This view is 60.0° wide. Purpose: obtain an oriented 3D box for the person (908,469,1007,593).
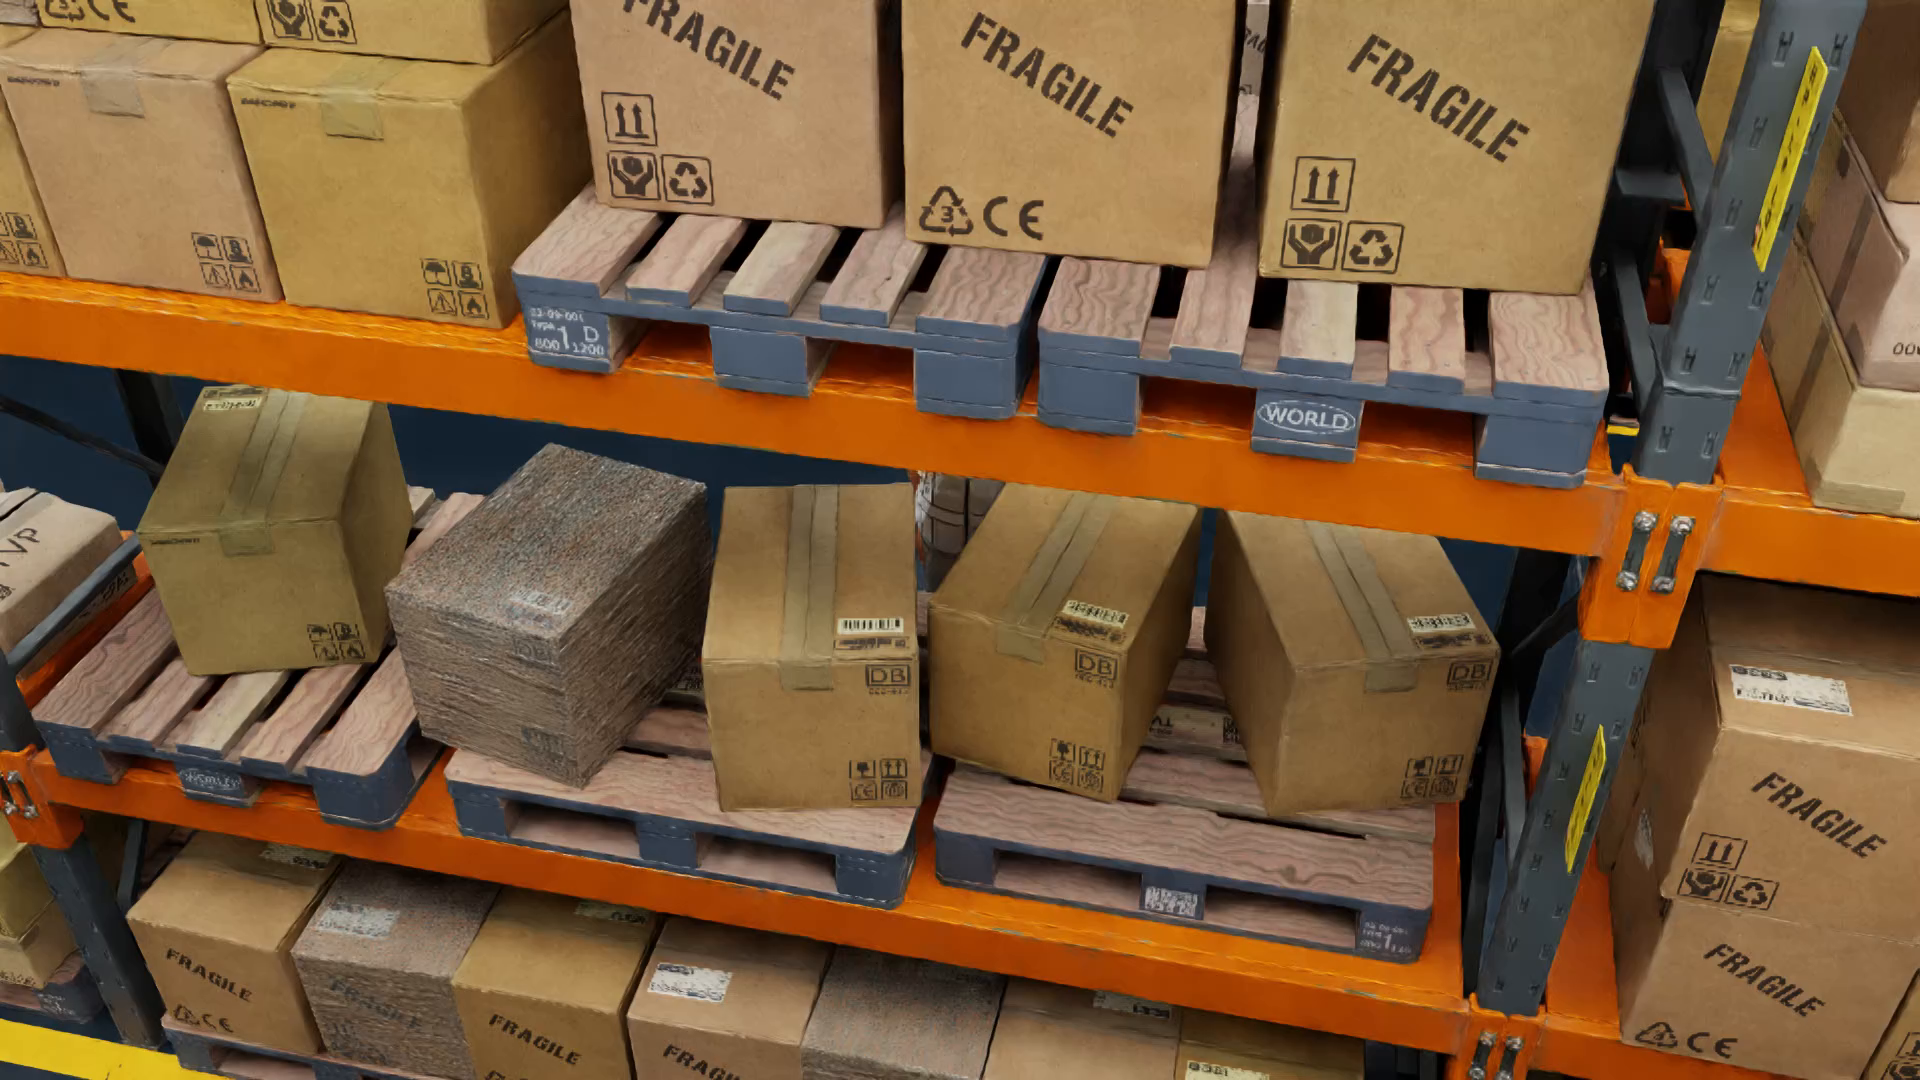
[{"bbox_3d":[0.057,-0.021,6.172,0.521,1.702,0.434,5,37,7],"label":"person"}]
